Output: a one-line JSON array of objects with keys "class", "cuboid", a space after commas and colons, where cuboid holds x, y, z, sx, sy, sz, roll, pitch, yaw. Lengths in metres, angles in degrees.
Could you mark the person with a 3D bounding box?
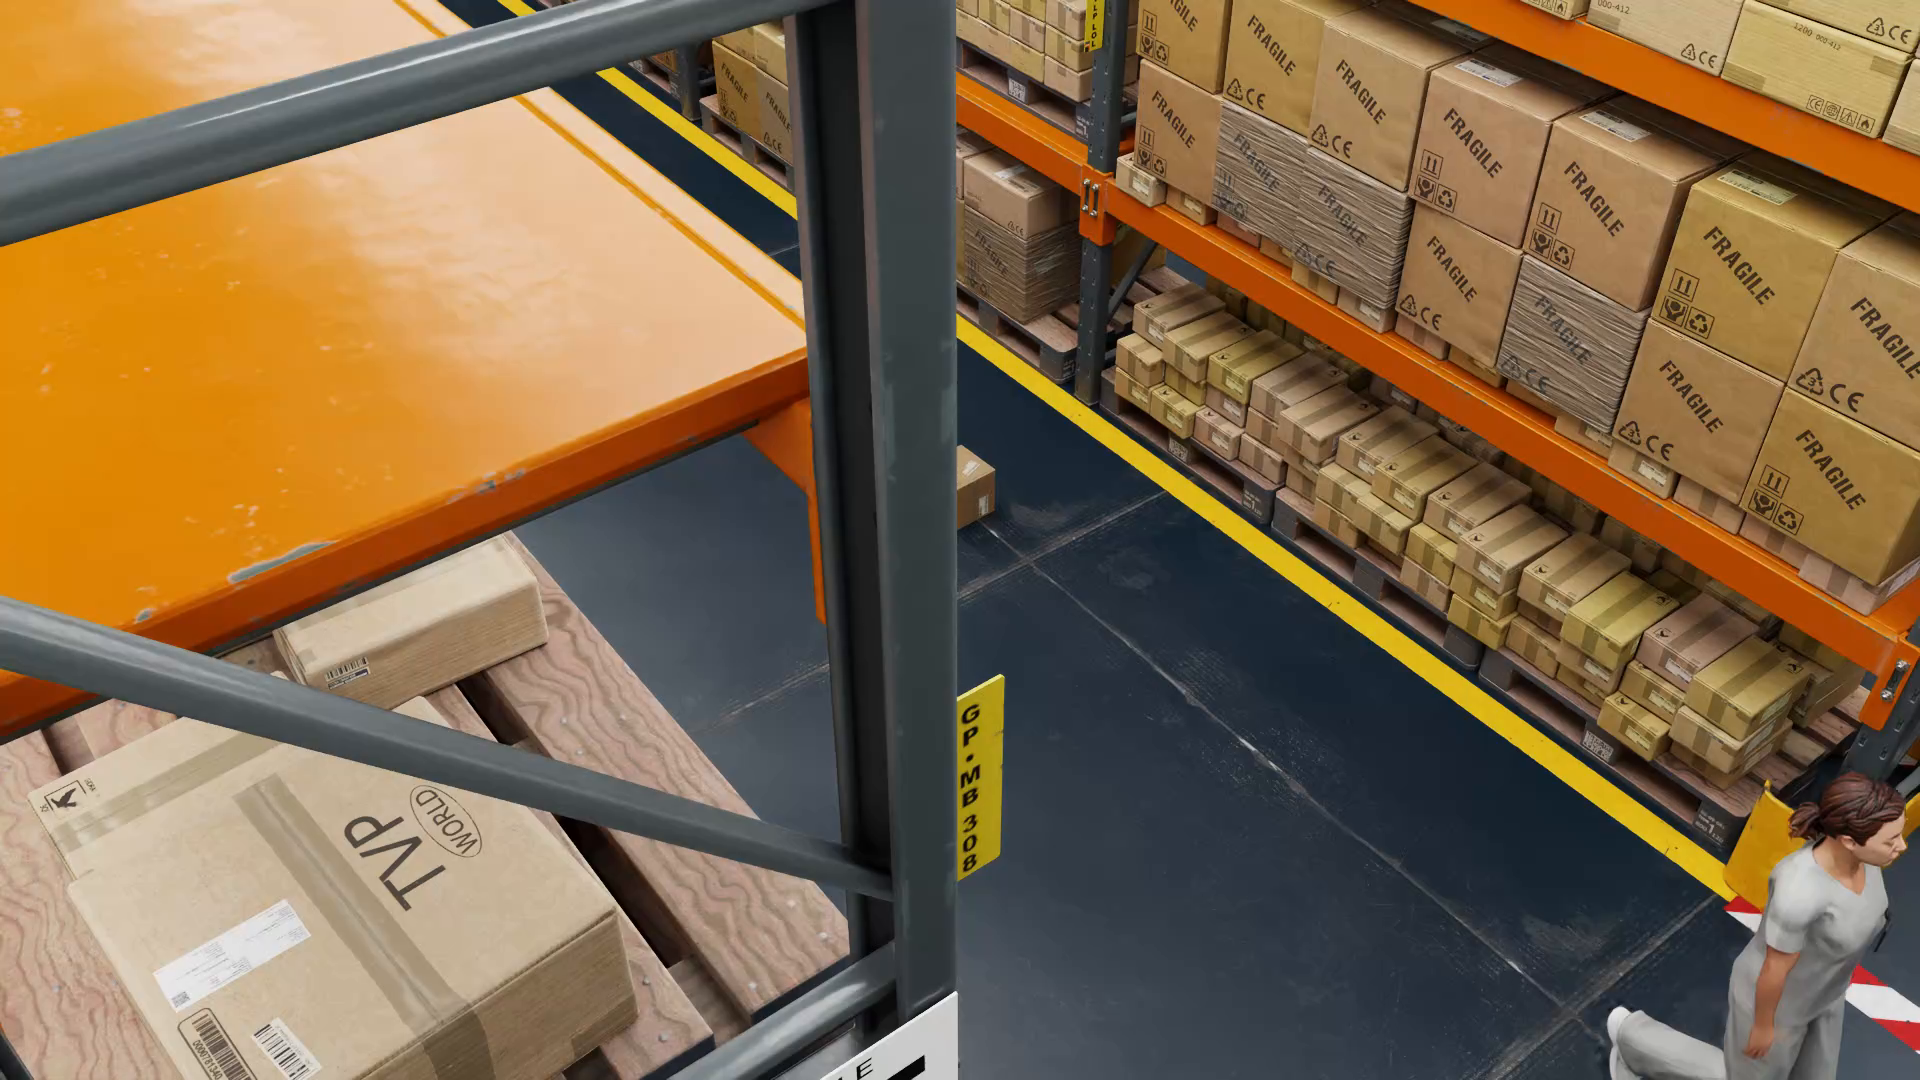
[{"class": "person", "cuboid": [2.411, 1.285, 4.891, 0.443, 1.645, 0.708, -24, 46, -26]}]
